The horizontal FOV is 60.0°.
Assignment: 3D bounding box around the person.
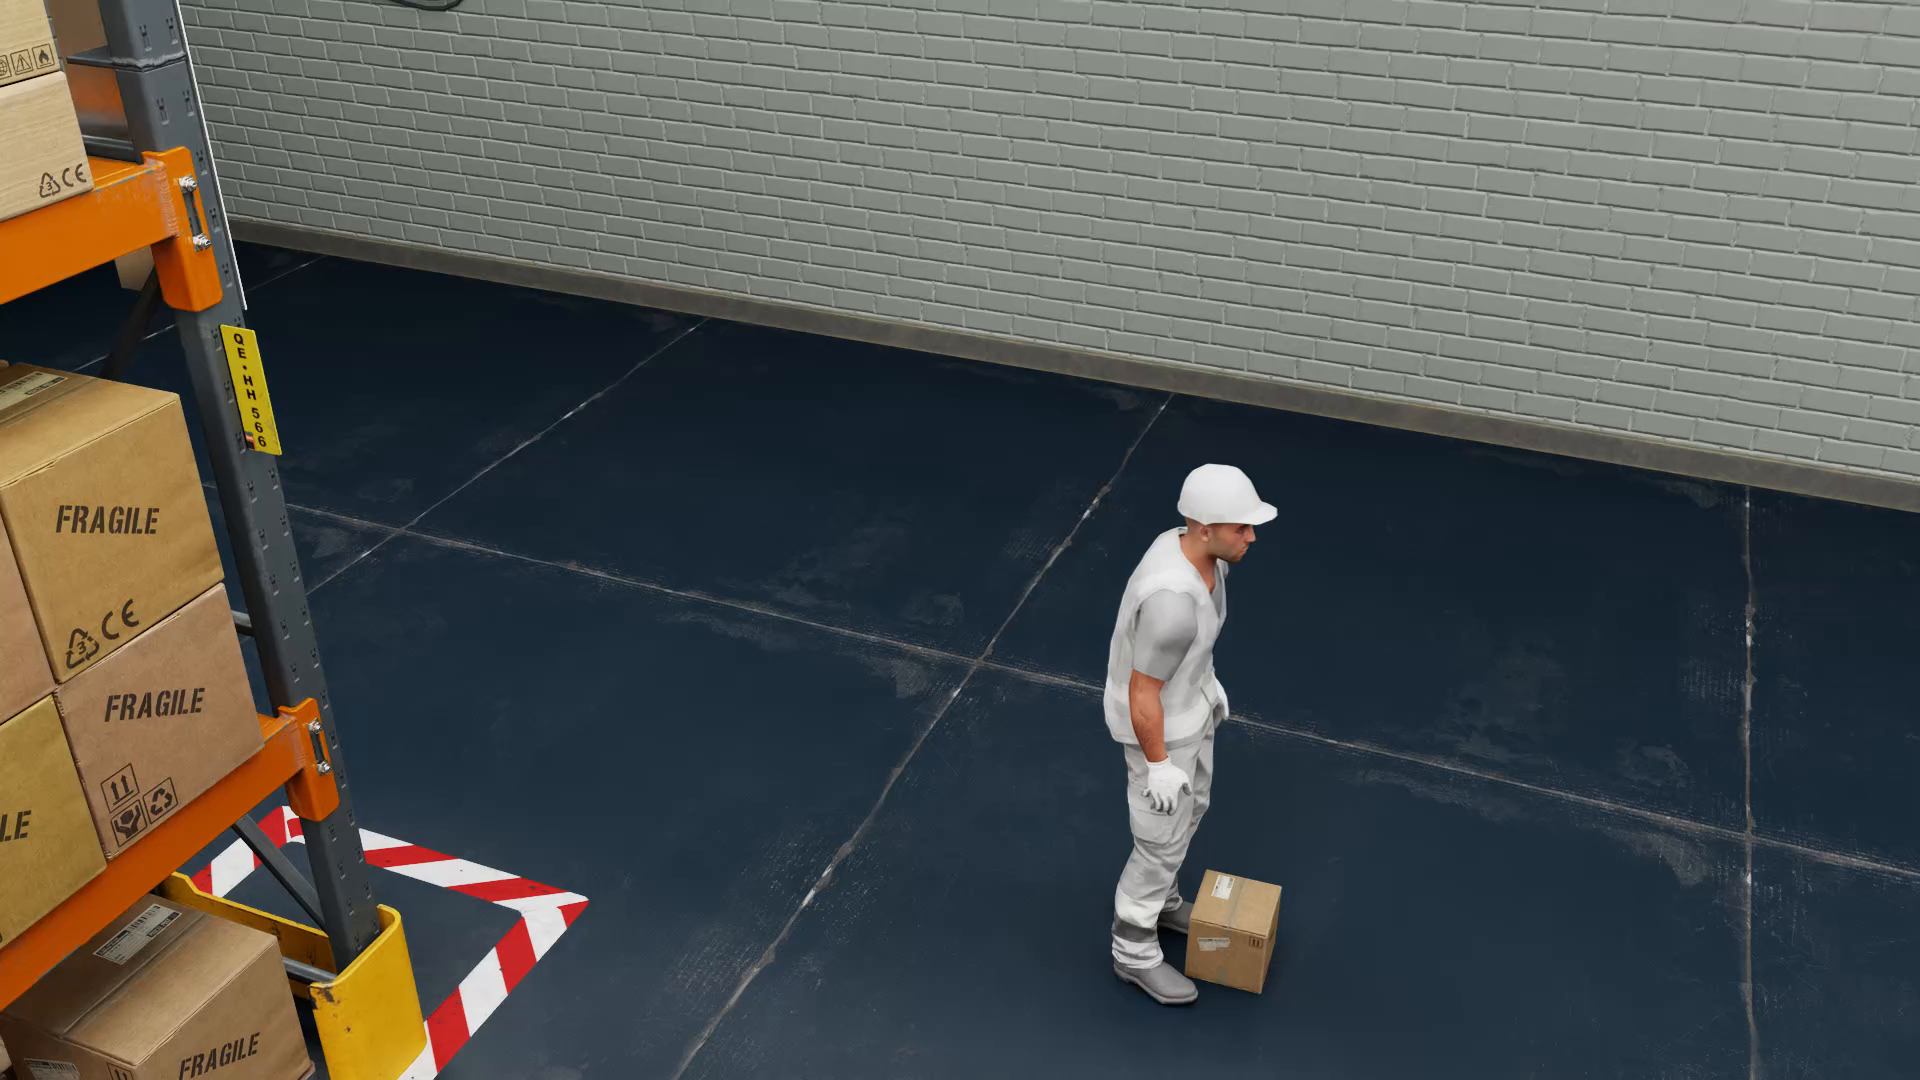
[{"bbox_3d":[0.673,0.571,5.096,0.448,1.780,0.609,12,31,20],"label":"person"}]
